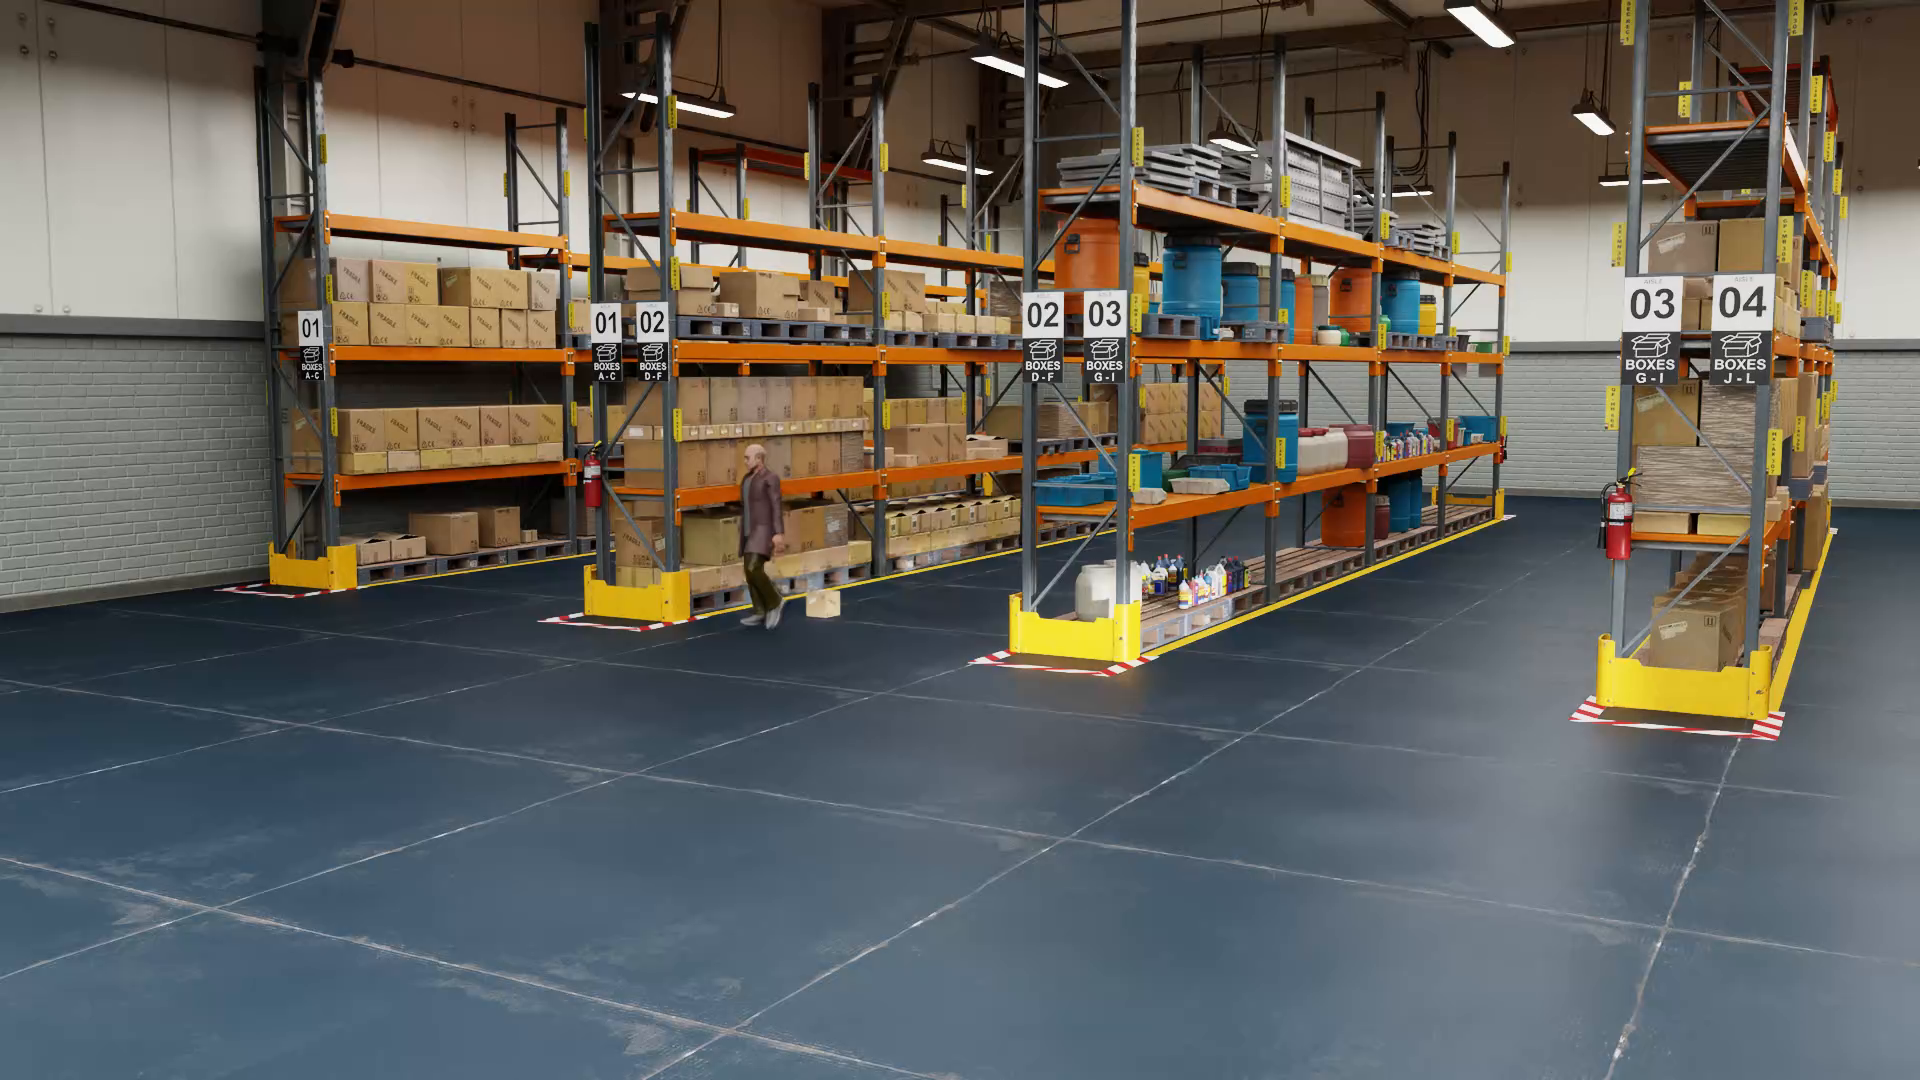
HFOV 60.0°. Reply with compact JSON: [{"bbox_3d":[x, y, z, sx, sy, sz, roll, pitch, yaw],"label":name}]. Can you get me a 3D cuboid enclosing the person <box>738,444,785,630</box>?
[{"bbox_3d":[-1.971,-0.028,16.175,0.485,1.808,0.630,-5,8,-40],"label":"person"}]
